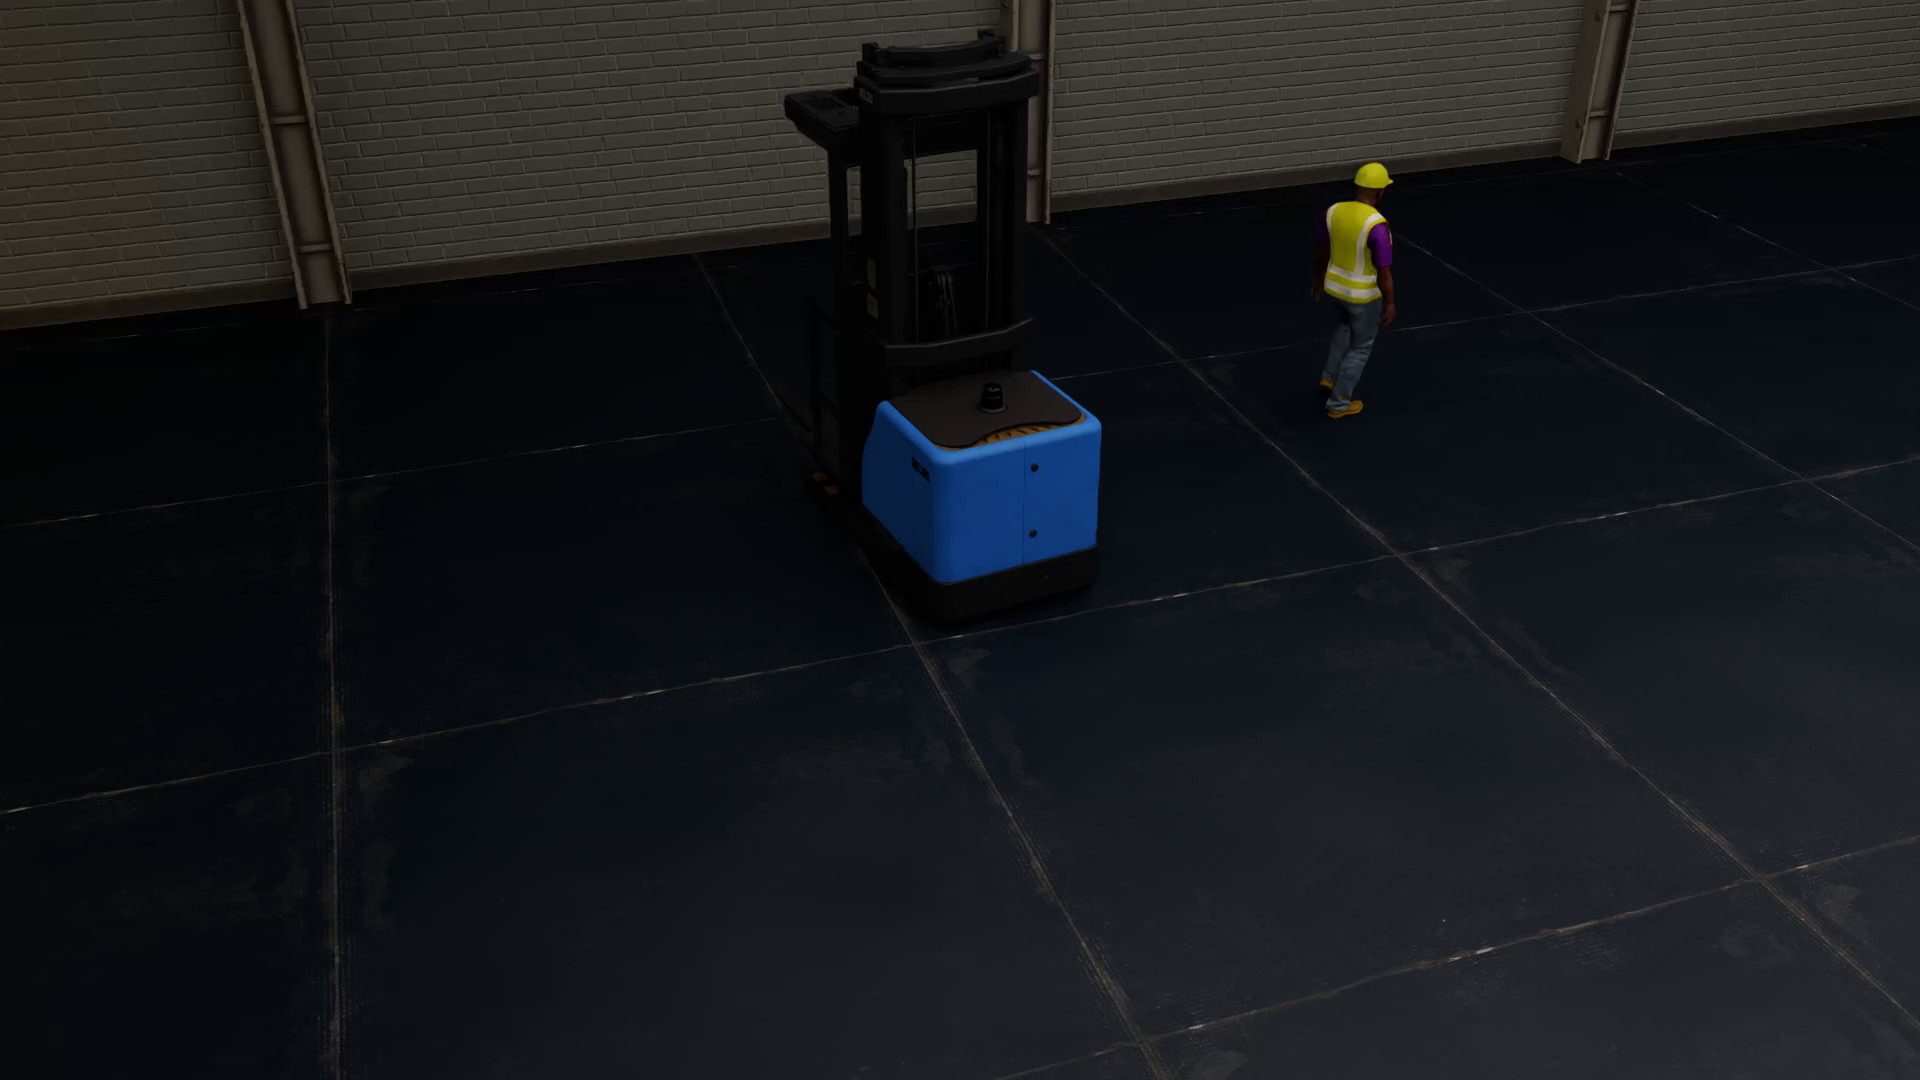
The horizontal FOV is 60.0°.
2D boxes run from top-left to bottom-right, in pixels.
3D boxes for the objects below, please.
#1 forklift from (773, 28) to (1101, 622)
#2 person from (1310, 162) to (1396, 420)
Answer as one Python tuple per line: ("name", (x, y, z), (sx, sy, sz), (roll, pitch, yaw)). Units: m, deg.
("forklift", (-0.319, -1.535, 9.755), (1.130, 2.935, 3.031), (-14, 33, -23))
("person", (2.693, -1.675, 11.231), (0.496, 1.786, 0.677), (-19, 35, -29))
